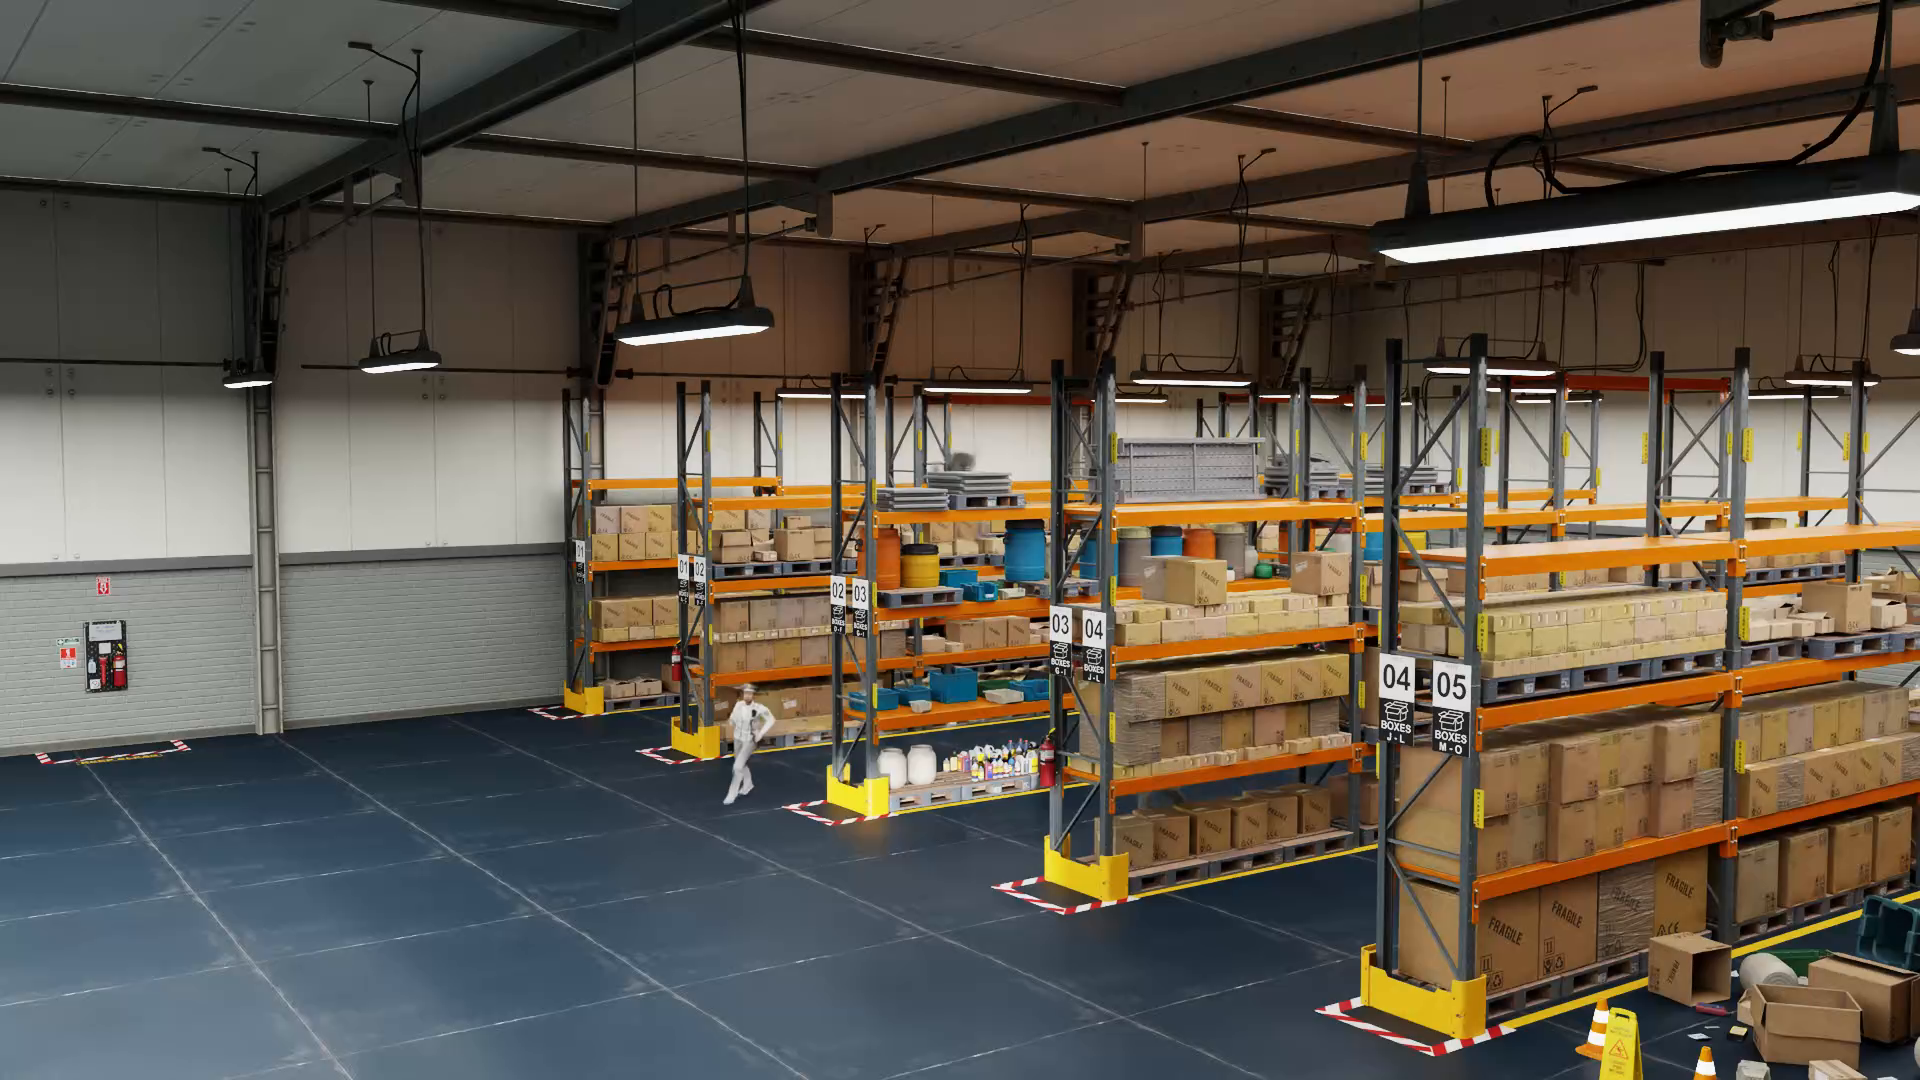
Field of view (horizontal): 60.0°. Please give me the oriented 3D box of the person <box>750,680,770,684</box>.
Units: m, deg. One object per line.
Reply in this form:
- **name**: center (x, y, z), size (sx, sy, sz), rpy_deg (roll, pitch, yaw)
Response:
- **person**: center (-3.518, 2.459, 29.490), size (0.727, 1.618, 0.593), rpy_deg (-4, 5, -44)

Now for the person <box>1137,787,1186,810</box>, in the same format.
- **person**: center (2.609, 2.894, 22.039), size (0.924, 1.669, 0.583), rpy_deg (-3, 5, -41)

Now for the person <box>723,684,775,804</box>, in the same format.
- **person**: center (-2.959, 2.843, 23.319), size (0.623, 1.712, 0.704), rpy_deg (2, 4, 32)

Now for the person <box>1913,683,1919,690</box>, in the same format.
- **person**: center (13.432, 2.852, 23.216), size (0.835, 1.713, 0.609), rpy_deg (-2, 4, -31)
